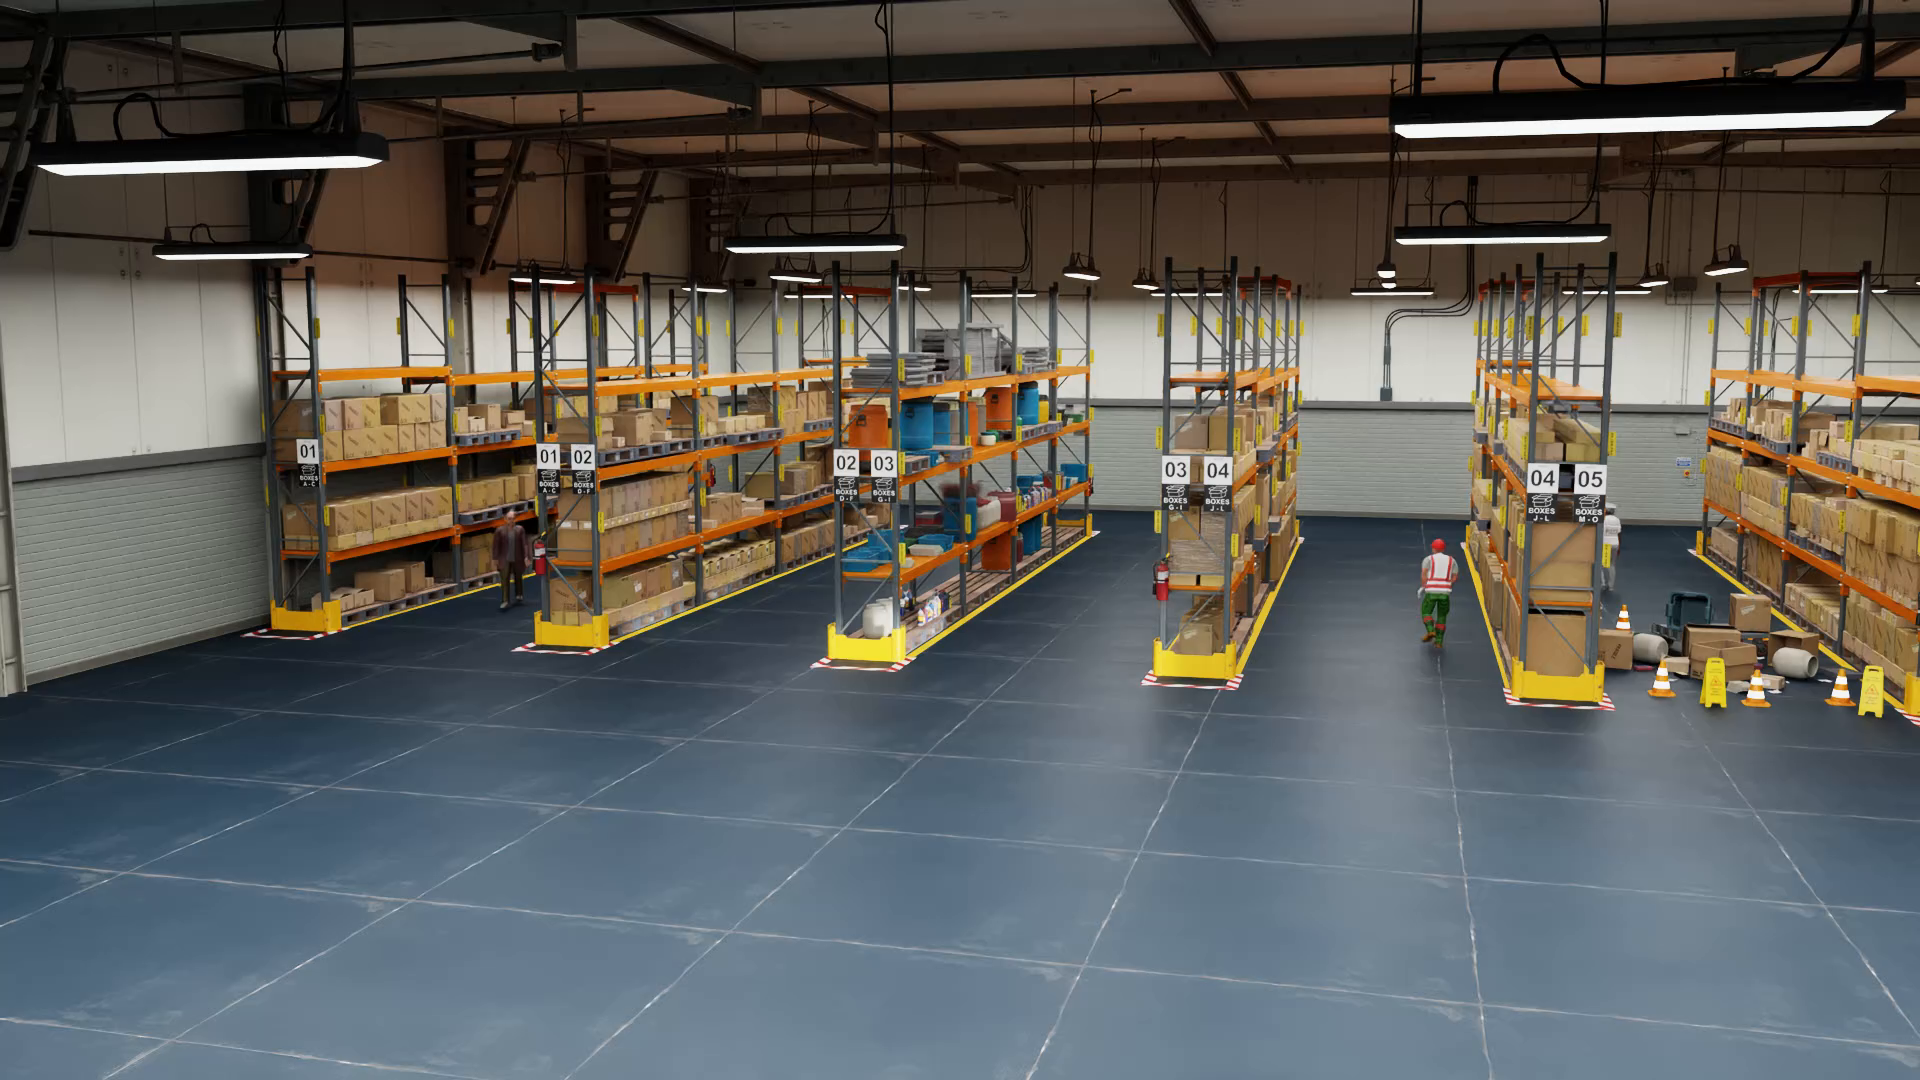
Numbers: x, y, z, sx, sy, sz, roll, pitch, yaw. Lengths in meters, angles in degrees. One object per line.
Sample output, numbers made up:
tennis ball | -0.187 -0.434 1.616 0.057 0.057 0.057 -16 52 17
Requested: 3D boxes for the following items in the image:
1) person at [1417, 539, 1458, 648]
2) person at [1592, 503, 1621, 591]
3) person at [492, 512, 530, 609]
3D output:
person | 7.583 0.837 26.413 0.624 1.672 0.786 2 7 12
person | 12.407 0.148 31.869 0.501 1.712 0.365 -1 7 -9
person | -8.082 0.336 29.910 0.656 1.712 1.204 -1 7 -11
